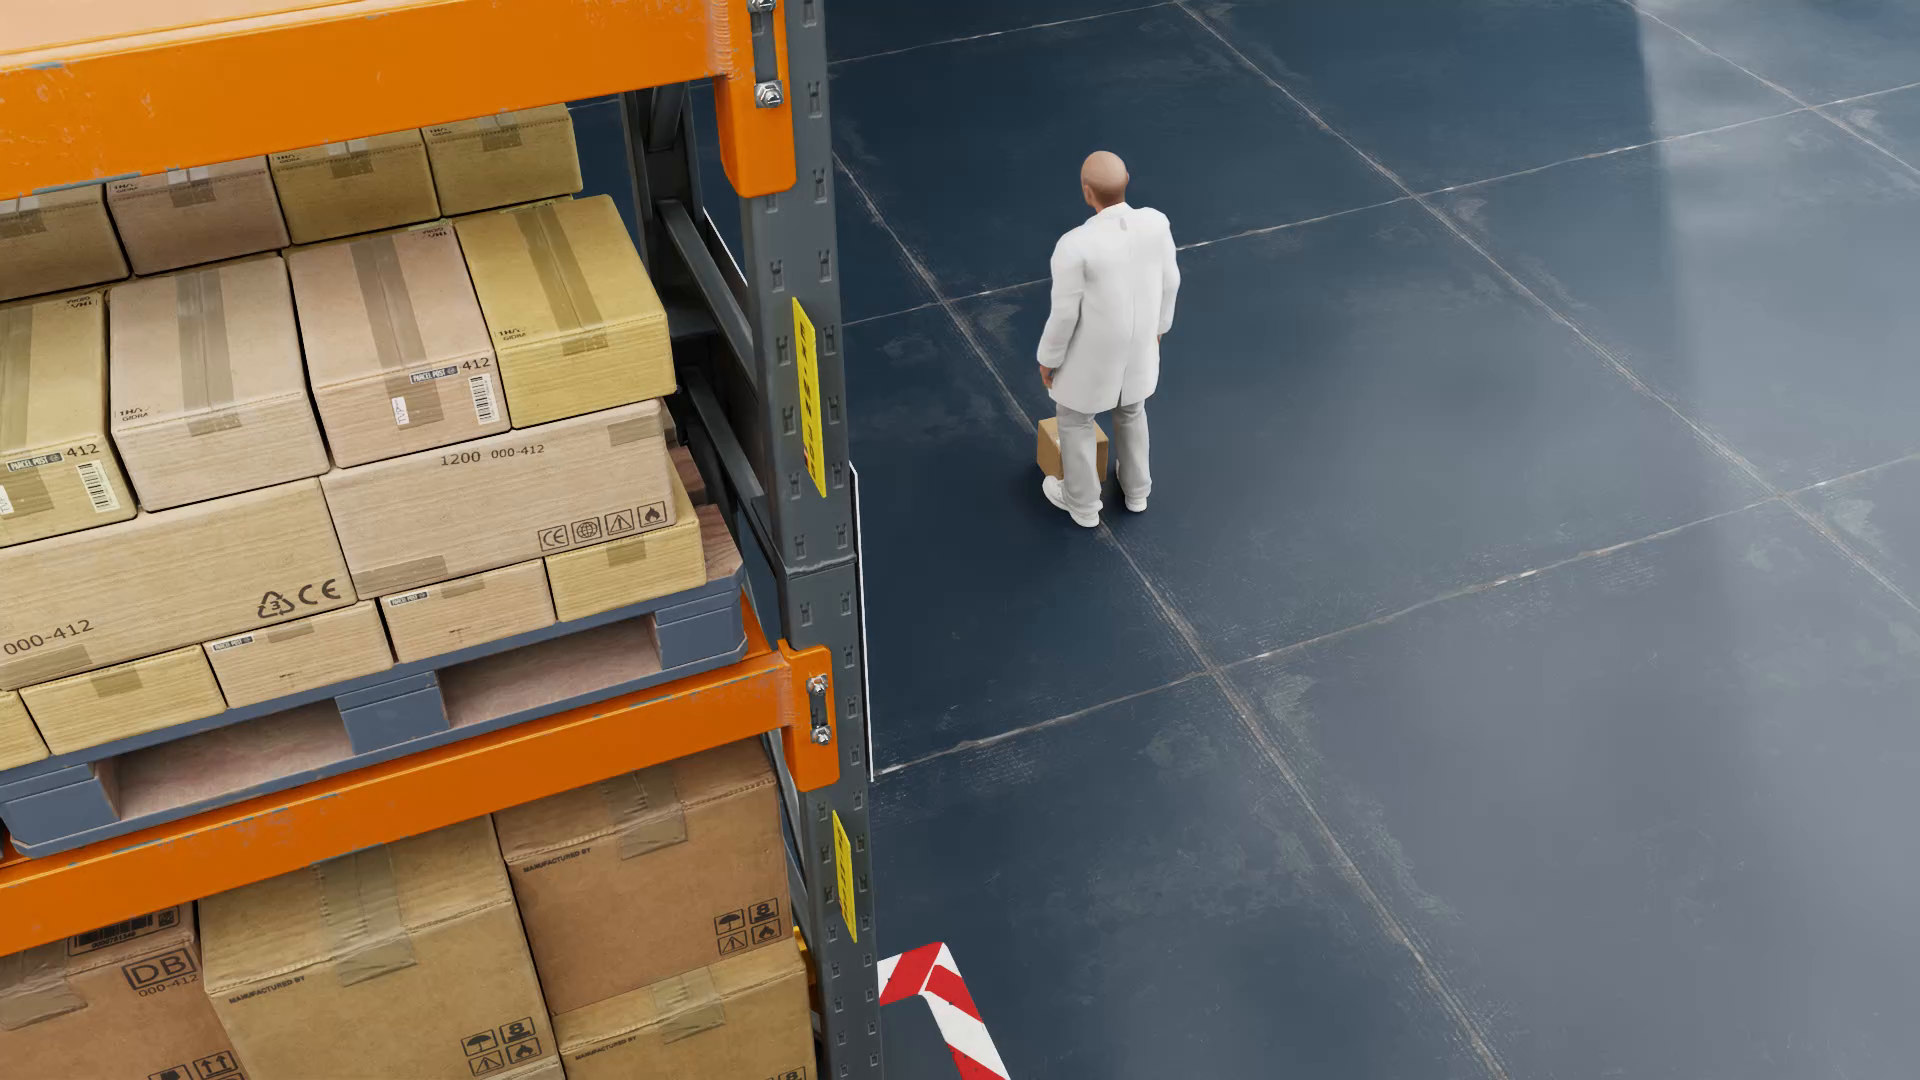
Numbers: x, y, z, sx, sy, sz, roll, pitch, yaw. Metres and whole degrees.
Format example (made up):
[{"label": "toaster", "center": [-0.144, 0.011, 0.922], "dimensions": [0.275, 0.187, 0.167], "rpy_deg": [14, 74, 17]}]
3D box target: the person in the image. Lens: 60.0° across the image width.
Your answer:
[{"label": "person", "center": [0.618, -0.837, 7.127], "dimensions": [0.649, 1.772, 0.429], "rpy_deg": [-18, 44, -19]}]
